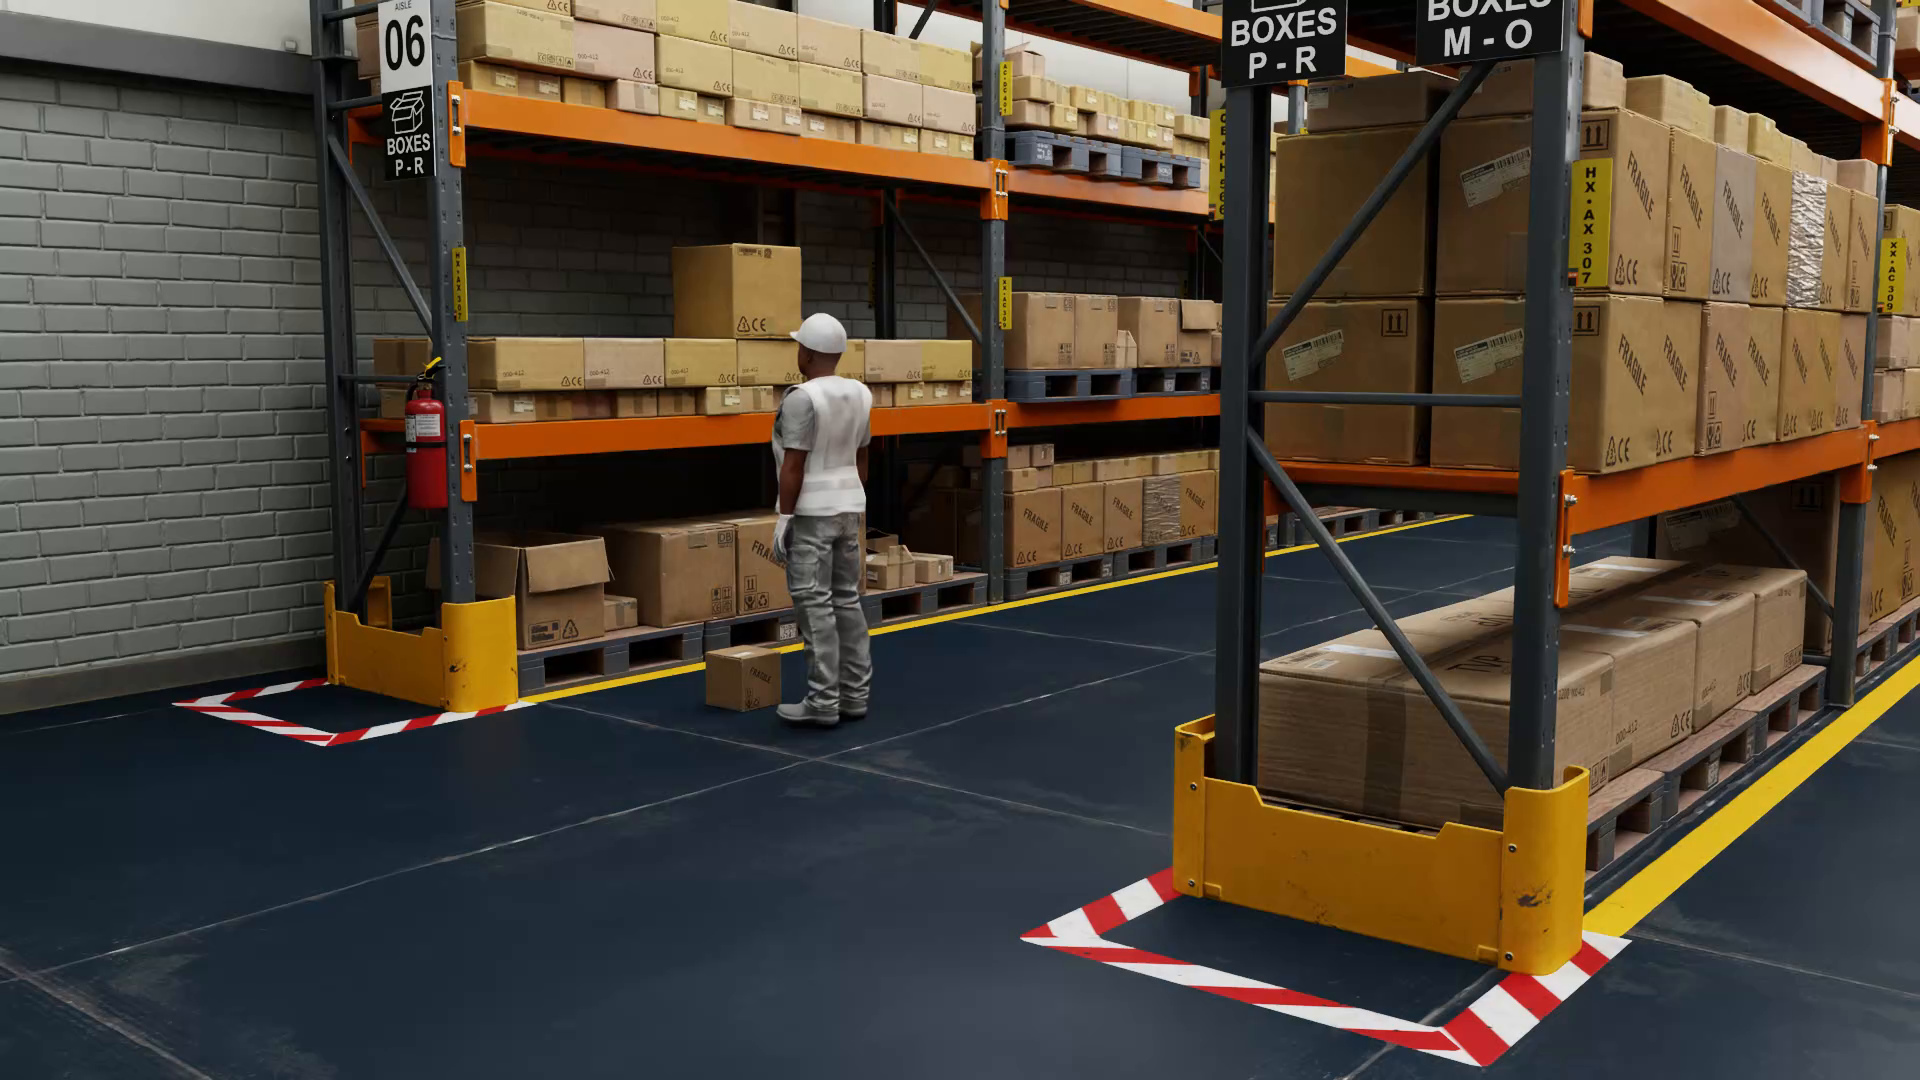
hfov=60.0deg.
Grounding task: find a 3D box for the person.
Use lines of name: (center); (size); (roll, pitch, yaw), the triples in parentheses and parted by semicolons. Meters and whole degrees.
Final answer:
person: (-0.612, -0.102, 7.339); (0.357, 1.782, 0.562); (4, 8, 34)
